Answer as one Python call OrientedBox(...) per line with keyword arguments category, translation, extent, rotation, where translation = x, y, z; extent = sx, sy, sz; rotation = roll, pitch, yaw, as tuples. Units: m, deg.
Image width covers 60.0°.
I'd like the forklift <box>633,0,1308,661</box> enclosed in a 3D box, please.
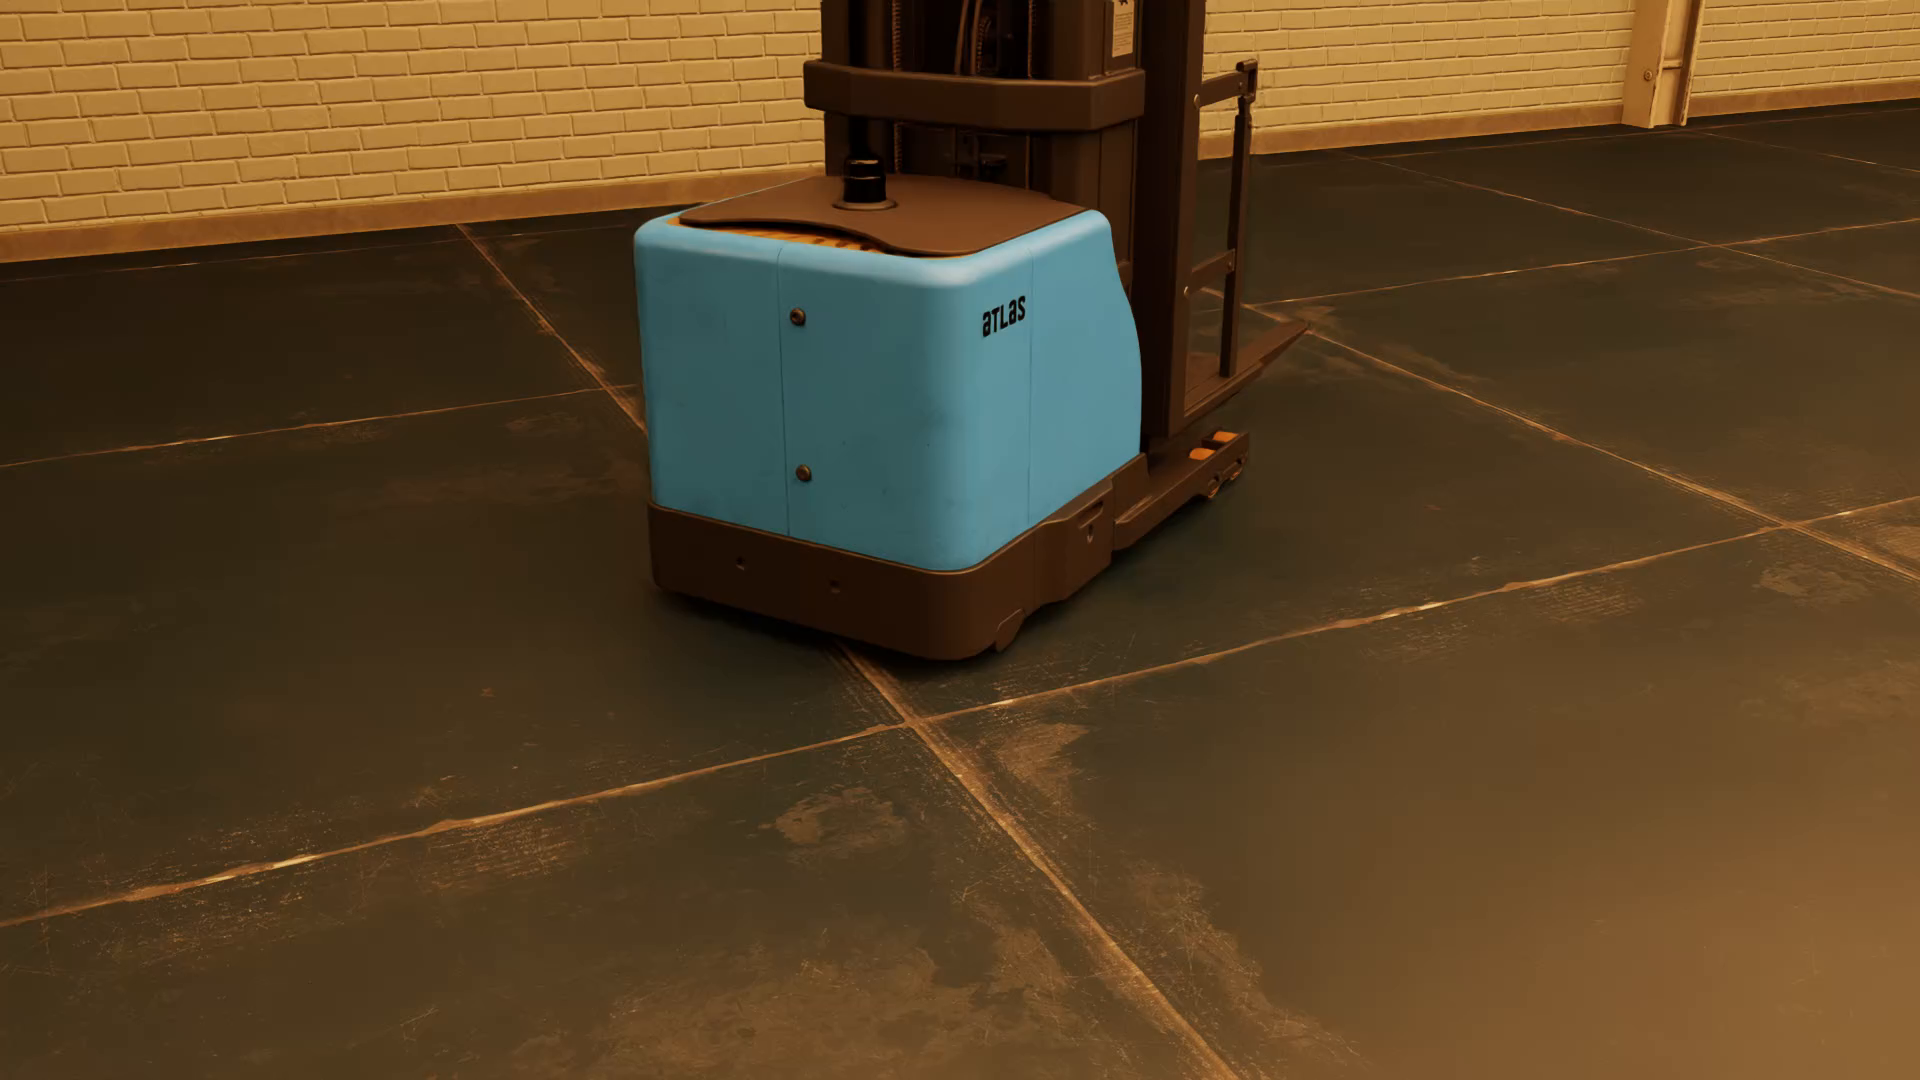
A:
OrientedBox(category="forklift", translation=(0.320, -1.570, 5.065), extent=(1.130, 2.935, 3.031), rotation=(13, 26, 28))
